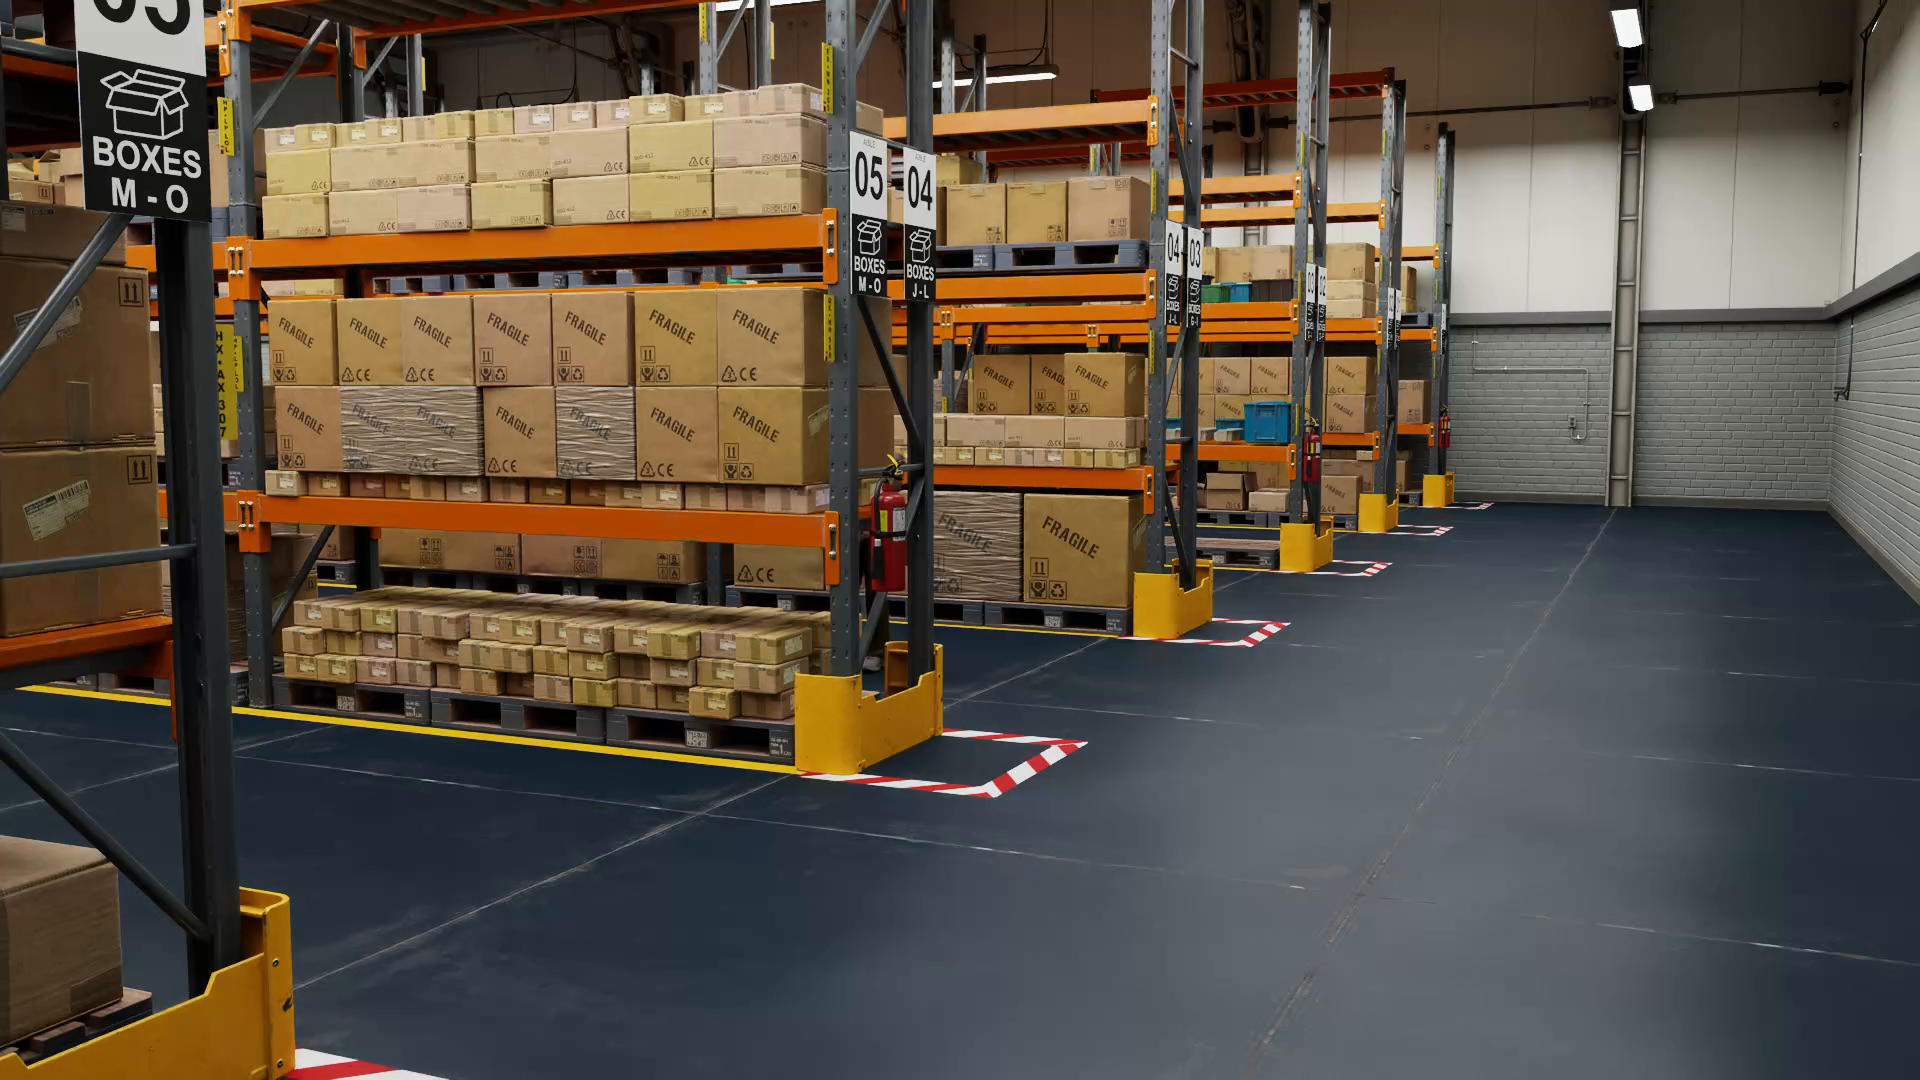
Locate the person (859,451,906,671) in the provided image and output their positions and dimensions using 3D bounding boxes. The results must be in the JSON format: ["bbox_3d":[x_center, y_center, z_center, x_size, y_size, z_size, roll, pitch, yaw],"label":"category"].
[{"bbox_3d":[-0.682,0.010,11.395,0.527,1.769,0.563,2,6,24],"label":"person"}]
